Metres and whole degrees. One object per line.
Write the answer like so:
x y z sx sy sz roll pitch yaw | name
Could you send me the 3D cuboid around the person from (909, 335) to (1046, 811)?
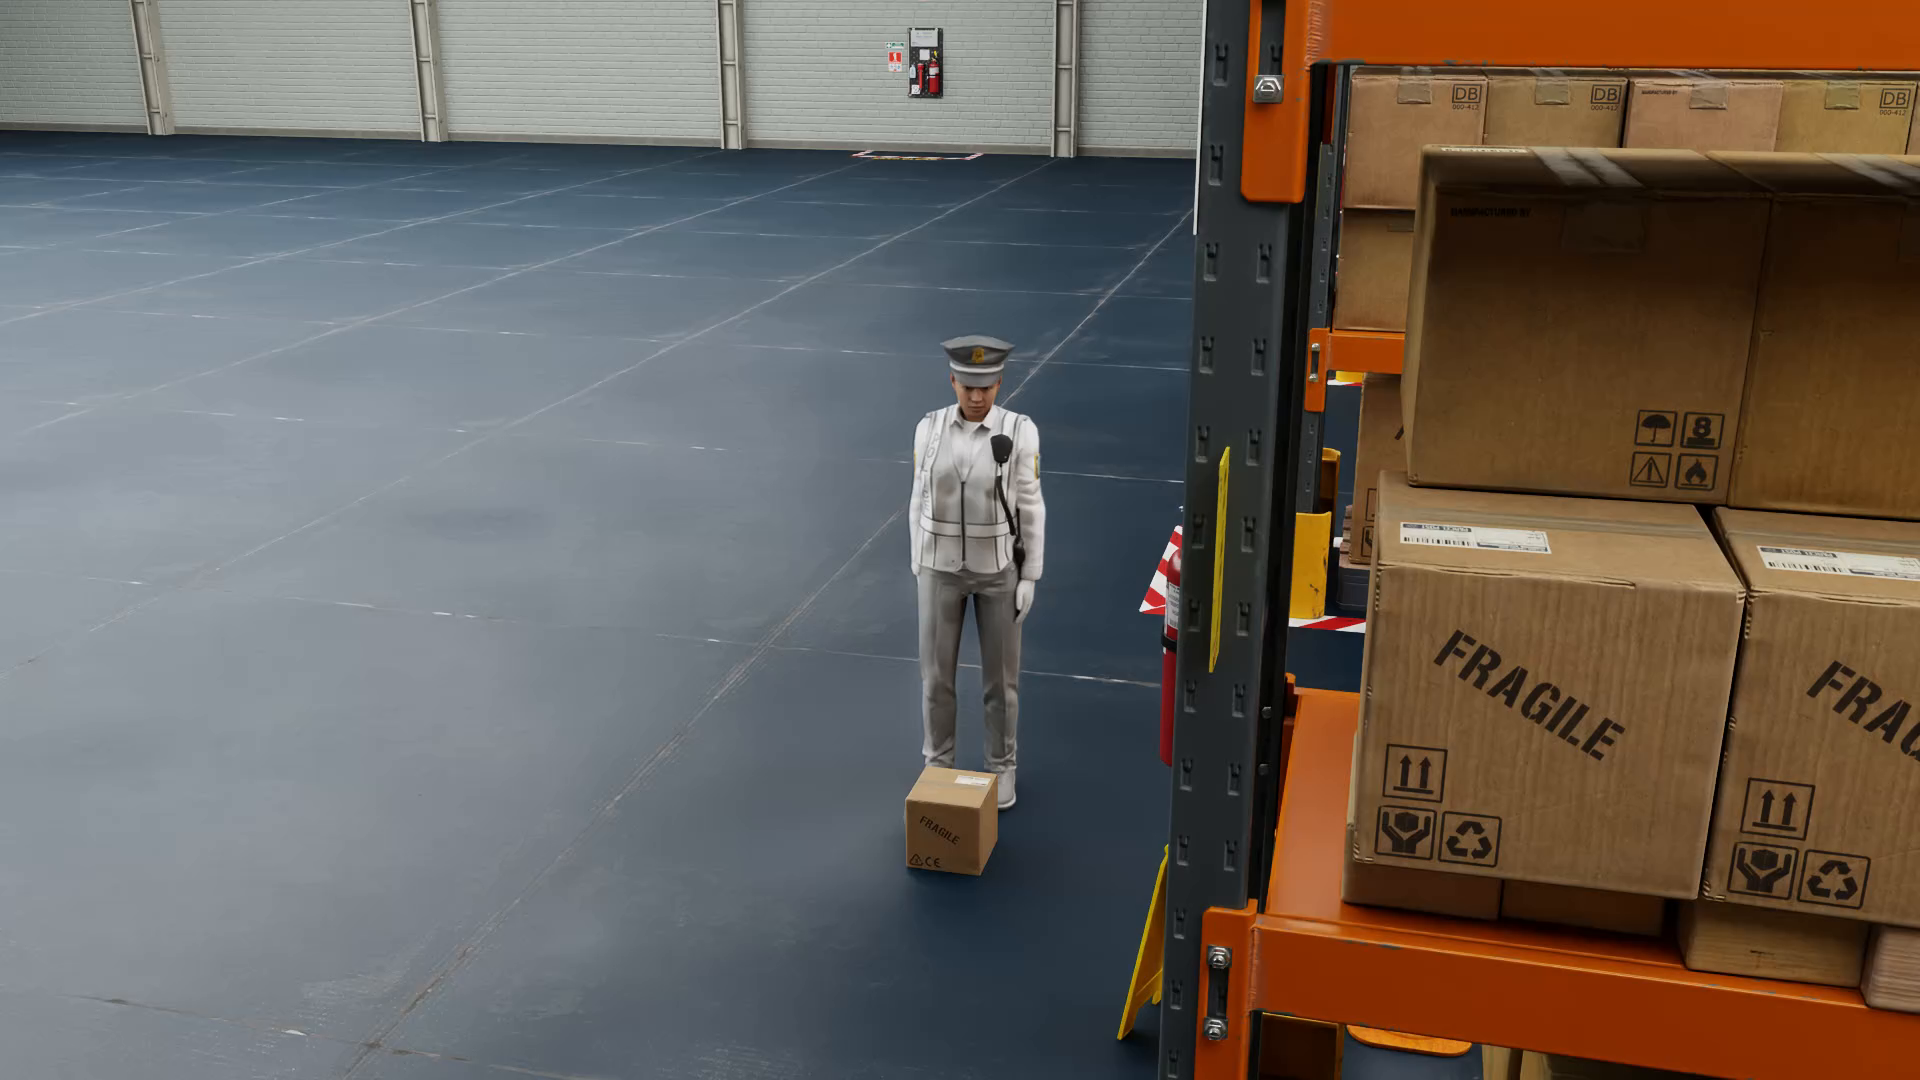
0.053 0.125 5.689 0.469 1.662 0.328 3 19 9 | person
